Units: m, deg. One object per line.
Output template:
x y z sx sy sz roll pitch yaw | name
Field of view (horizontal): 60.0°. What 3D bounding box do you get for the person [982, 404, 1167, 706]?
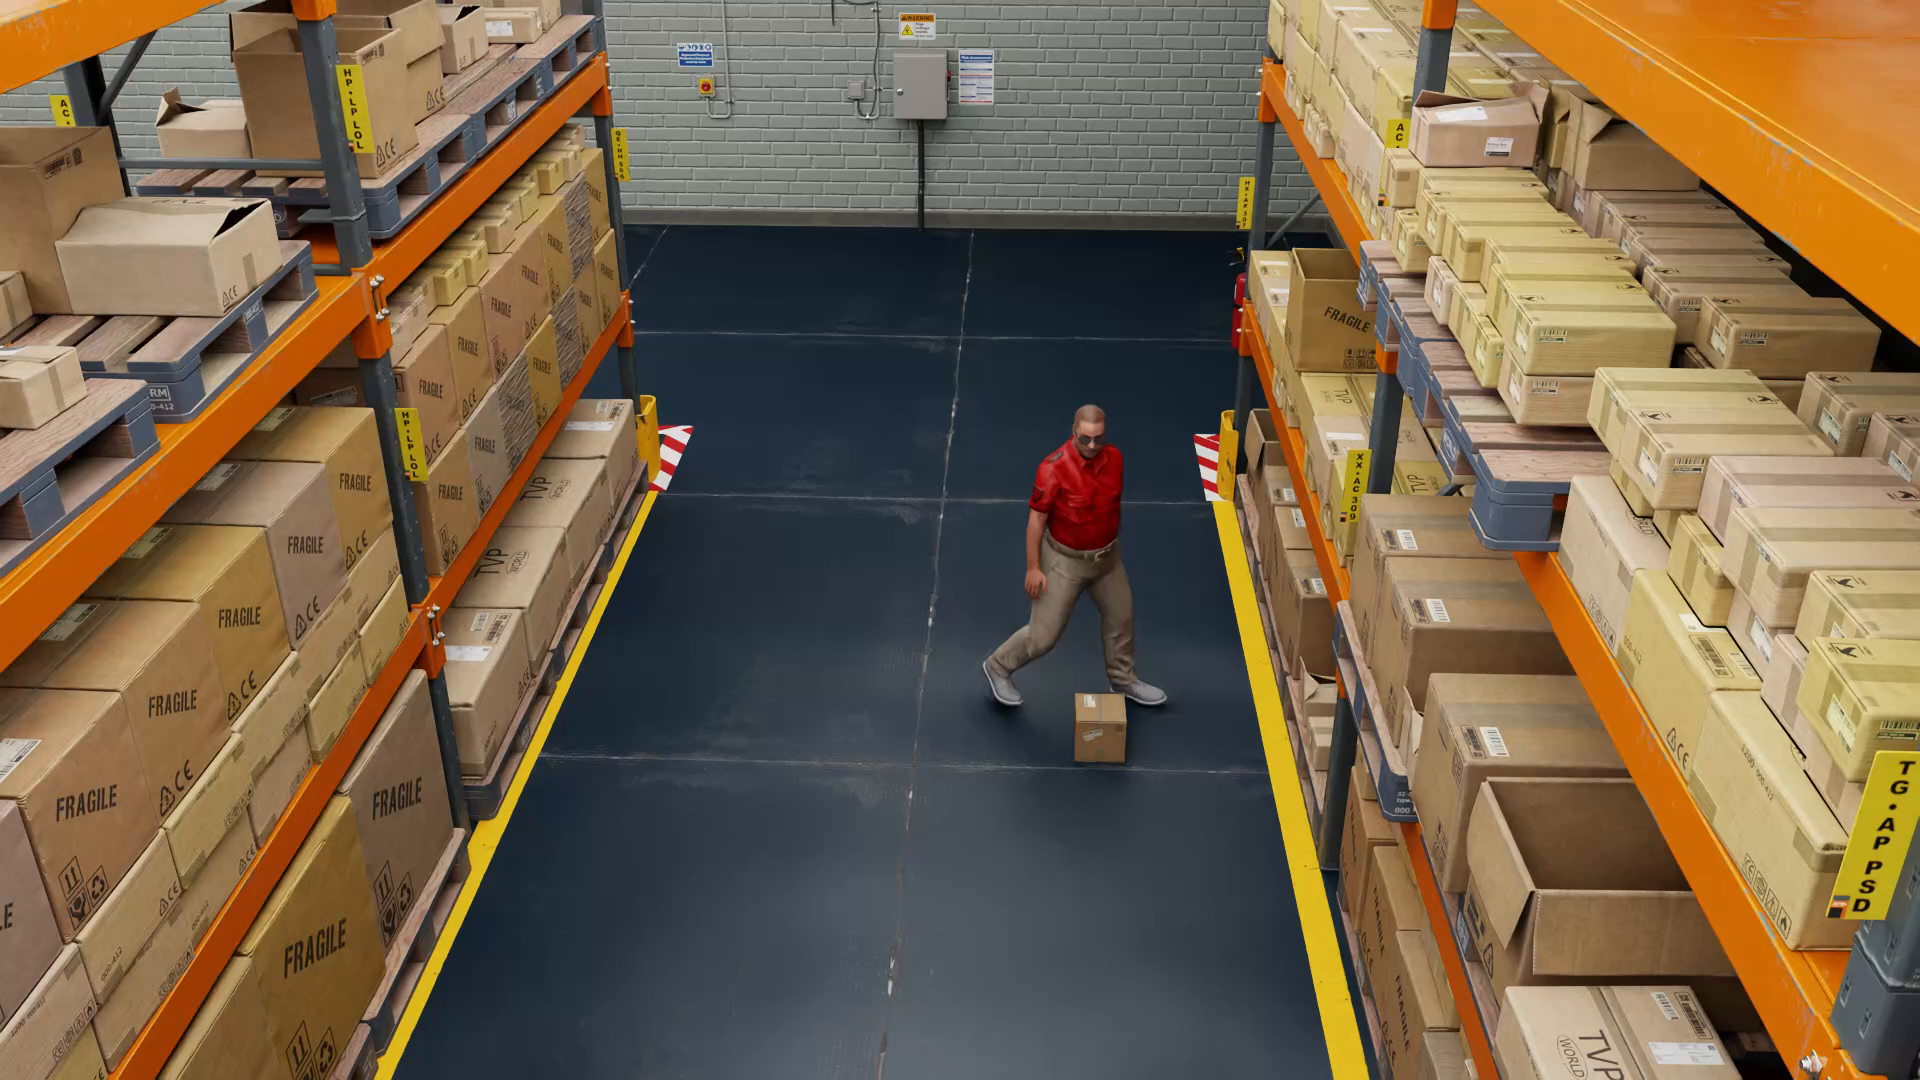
0.596 0.096 8.466 0.769 1.703 0.724 -19 33 -32 | person
